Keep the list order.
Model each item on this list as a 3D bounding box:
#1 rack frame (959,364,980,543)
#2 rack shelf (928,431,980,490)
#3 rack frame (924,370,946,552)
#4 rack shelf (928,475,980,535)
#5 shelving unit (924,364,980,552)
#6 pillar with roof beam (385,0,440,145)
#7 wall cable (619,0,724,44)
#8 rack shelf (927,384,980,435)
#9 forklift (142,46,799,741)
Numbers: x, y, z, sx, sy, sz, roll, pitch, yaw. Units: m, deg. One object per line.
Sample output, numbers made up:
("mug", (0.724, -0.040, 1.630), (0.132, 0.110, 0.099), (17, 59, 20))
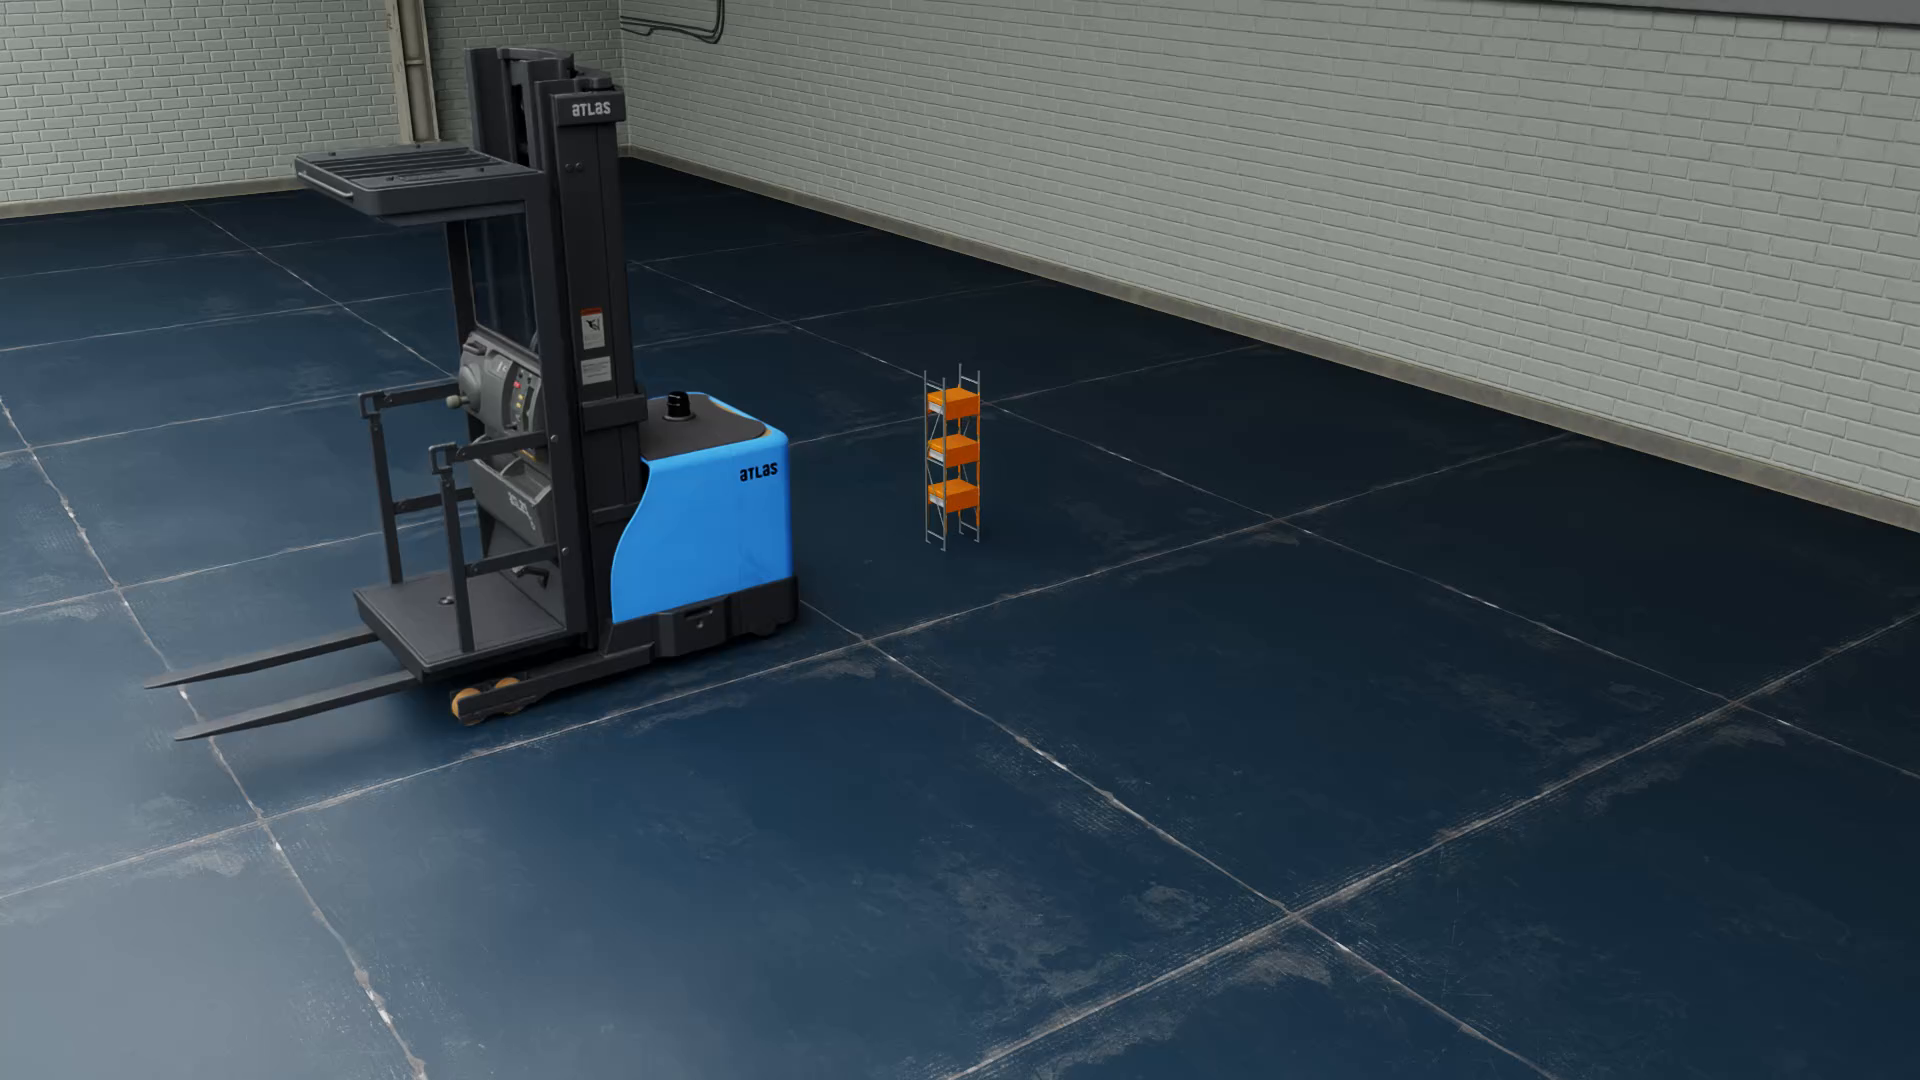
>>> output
("rack frame", (0.056, -0.502, 9.739), (0.008, 1.050, 0.200), (-15, 26, -33))
("rack shelf", (-0.043, -0.466, 9.677), (0.240, 0.259, 0.215), (-15, 26, -33))
("rack frame", (-0.142, -0.450, 9.607), (0.008, 1.050, 0.200), (-15, 26, -33))
("rack shelf", (-0.043, -0.208, 9.780), (0.240, 0.259, 0.215), (-15, 26, -33))
("shelving unit", (-0.043, -0.476, 9.673), (0.252, 1.050, 0.215), (-15, 26, -33))
("pillar with roof beam", (-4.482, -7.618, 16.845), (0.400, 9.000, 9.100), (-15, 26, -33))
("wall cable", (-3.833, -7.711, 21.267), (0.112, 2.526, 3.097), (-15, 26, -33))
("rack shelf", (-0.043, -0.730, 9.572), (0.240, 0.259, 0.215), (-15, 26, -33))
("forklift", (-2.339, -0.723, 7.753), (3.031, 2.935, 1.130), (-15, 26, -33))
